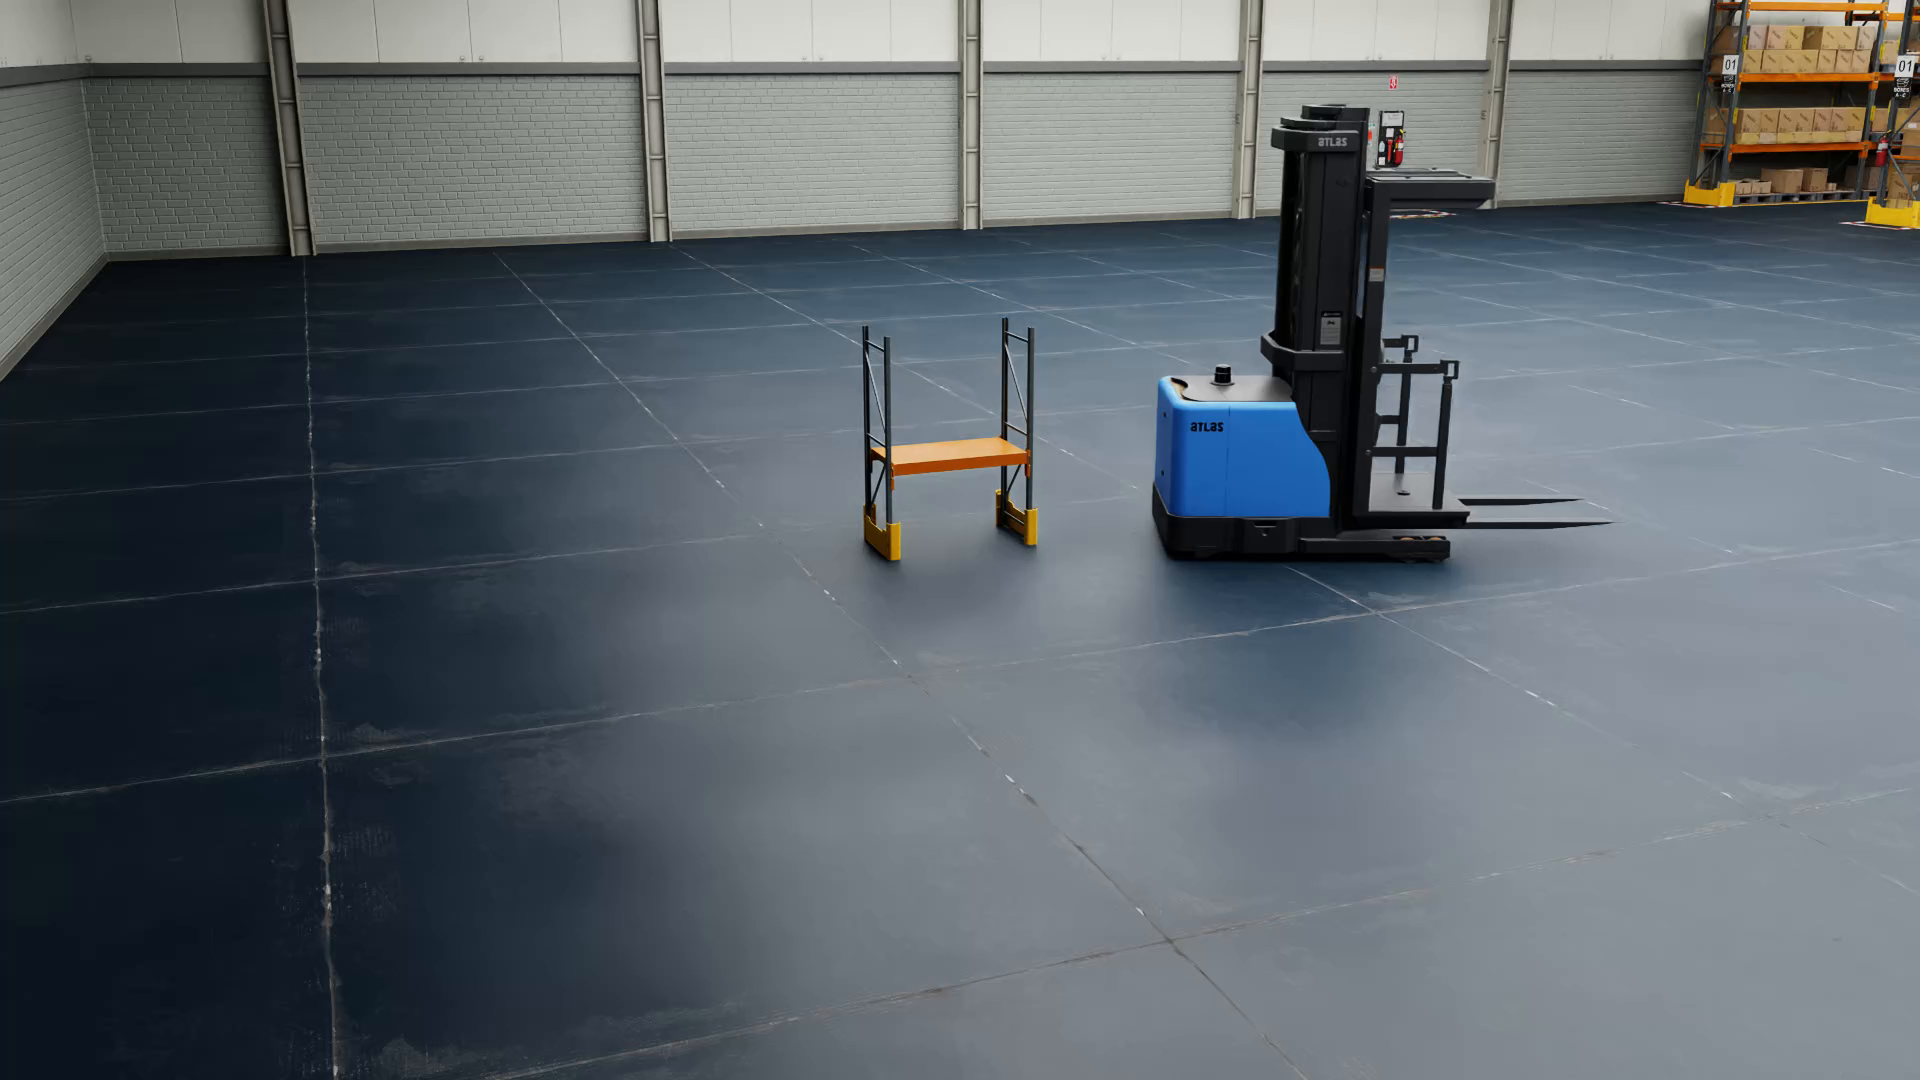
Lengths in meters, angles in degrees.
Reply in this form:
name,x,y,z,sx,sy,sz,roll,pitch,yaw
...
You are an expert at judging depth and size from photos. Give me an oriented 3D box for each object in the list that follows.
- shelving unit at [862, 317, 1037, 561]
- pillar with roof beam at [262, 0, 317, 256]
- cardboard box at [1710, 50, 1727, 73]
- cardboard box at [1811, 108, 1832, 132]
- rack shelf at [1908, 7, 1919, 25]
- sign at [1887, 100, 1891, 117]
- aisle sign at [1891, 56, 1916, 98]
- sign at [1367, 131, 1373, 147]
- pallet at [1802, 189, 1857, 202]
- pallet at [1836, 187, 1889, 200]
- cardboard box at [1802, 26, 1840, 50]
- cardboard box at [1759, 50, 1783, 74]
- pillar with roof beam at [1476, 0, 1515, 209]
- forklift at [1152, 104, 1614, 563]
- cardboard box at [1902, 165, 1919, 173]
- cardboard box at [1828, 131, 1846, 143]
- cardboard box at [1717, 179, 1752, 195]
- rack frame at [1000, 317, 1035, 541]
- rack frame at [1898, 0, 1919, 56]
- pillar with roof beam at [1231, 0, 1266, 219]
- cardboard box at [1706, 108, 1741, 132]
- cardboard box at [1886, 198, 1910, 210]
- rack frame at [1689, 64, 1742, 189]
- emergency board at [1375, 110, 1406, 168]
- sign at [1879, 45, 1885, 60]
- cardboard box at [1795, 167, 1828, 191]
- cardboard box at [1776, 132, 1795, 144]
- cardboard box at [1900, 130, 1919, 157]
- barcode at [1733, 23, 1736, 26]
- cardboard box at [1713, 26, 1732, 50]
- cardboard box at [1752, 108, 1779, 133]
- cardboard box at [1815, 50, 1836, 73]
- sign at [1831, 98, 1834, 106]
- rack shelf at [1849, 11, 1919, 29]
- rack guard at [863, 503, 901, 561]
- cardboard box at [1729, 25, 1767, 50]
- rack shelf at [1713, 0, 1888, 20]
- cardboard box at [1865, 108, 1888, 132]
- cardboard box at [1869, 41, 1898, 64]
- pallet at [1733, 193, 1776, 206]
name,x,y,z,sx,sy,sz,roll,pitch,yaw
shelving unit,-0.071,-0.712,11.361,1.083,1.500,0.587,-6,17,-20
pillar with roof beam,-9.468,-7.972,22.776,0.400,9.000,9.100,-6,17,-20
cardboard box,16.960,-10.559,36.693,0.500,0.500,0.500,-5,17,-16
cardboard box,19.127,-9.425,37.270,0.500,0.500,0.500,-7,18,-22
rack shelf,20.304,-10.193,32.325,4.000,0.370,1.077,-6,17,-20
sign,18.255,-8.464,32.620,0.005,0.325,0.100,-6,17,-20
aisle sign,18.270,-8.968,32.200,0.004,0.787,0.394,-6,17,-20
sign,8.528,-8.396,34.801,0.234,0.329,0.001,-6,17,-20
pallet,19.781,-7.941,38.267,1.213,0.211,1.003,-6,17,-20
pallet,21.122,-8.097,38.798,1.213,0.211,1.003,-6,17,-20
cardboard box,19.033,-11.098,36.754,0.500,0.500,0.500,-7,18,-22
cardboard box,17.577,-10.463,36.366,0.500,0.500,0.500,-5,17,-16
pillar with roof beam,12.942,-10.392,31.016,0.400,9.000,9.100,-6,17,-20
forklift,2.897,-1.406,11.185,3.031,2.935,1.130,0,16,0
cardboard box,22.033,-8.553,39.055,0.500,0.500,0.700,-6,17,-19
cardboard box,19.594,-9.118,37.557,0.500,0.250,0.500,-6,17,-20
cardboard box,17.339,-7.920,37.237,0.500,0.311,0.500,-8,18,-26
rack frame,0.395,-0.762,11.532,0.032,1.500,0.500,-6,17,-20
rack frame,18.437,-10.529,31.480,0.127,3.000,1.000,-6,17,-20
pillar with roof beam,7.340,-9.787,28.956,0.400,9.000,9.100,-6,17,-20
cardboard box,17.025,-9.354,37.028,0.500,0.500,0.500,-6,18,-21
cardboard box,18.832,-6.664,33.103,0.500,0.250,0.500,-6,17,-20
rack frame,16.661,-8.953,36.763,0.127,3.000,1.000,-6,17,-20
emergency board,9.081,-8.407,34.904,0.643,1.169,0.194,-6,17,-20
sign,20.597,-10.902,37.157,0.005,0.325,0.100,-6,17,-20
cardboard box,19.441,-8.253,38.034,0.500,0.500,0.500,-8,18,-24
cardboard box,18.187,-8.962,37.025,0.500,0.250,0.500,-6,18,-21
cardboard box,18.877,-7.742,32.460,0.500,0.500,0.700,-6,17,-20
barcode,17.145,-11.411,36.792,0.075,0.075,0.001,-6,17,-20
cardboard box,16.970,-11.042,36.565,0.500,0.500,0.500,-5,17,-18
cardboard box,17.679,-9.267,36.731,0.500,0.500,0.500,-6,17,-20
cardboard box,19.032,-10.624,36.915,0.500,0.500,0.500,-7,18,-22
sign,20.194,-10.058,38.469,0.005,0.325,0.100,-6,17,-20
rack shelf,22.263,-11.899,38.135,4.000,0.370,1.077,-6,17,-20
rack guard,-0.536,-0.062,11.366,0.087,0.250,0.587,-6,17,-20
cardboard box,17.107,-10.905,36.097,0.500,0.500,0.500,-8,18,-24
rack shelf,18.528,-11.686,36.706,4.000,0.370,1.077,-6,17,-20
cardboard box,20.883,-9.658,38.204,0.500,0.500,0.700,-6,17,-20
cardboard box,20.935,-11.079,37.756,0.500,0.500,0.500,-4,17,-12
pallet,17.503,-7.695,37.429,1.213,0.211,1.003,-6,17,-20
